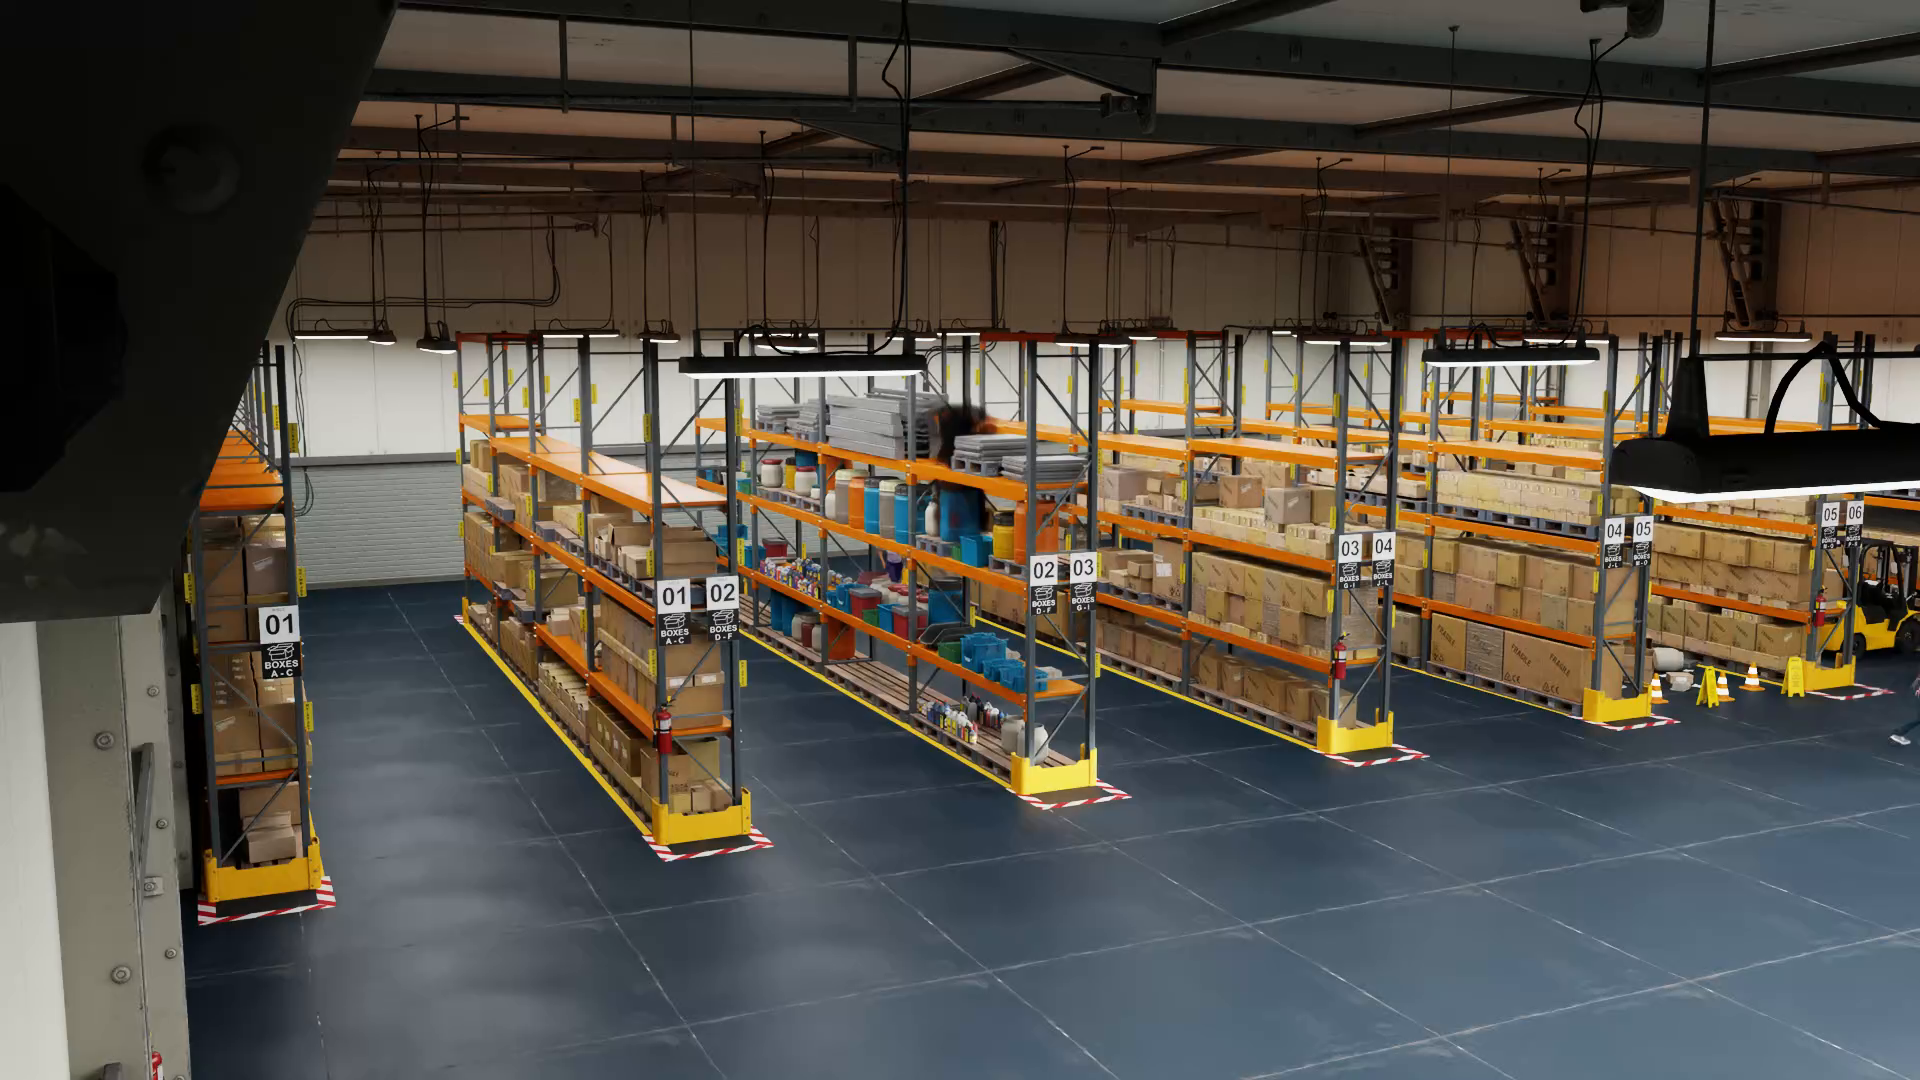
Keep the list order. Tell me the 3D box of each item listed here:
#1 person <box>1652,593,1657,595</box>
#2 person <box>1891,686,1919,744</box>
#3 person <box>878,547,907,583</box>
[{"bbox_3d":[14.220,0.933,33.813,0.607,1.801,0.855,-5,9,-35],"label":"person"},{"bbox_3d":[14.220,2.352,24.271,1.027,1.408,0.554,7,10,43],"label":"person"},{"bbox_3d":[-1.427,0.642,36.364,0.589,1.697,0.718,-4,9,-26],"label":"person"}]
